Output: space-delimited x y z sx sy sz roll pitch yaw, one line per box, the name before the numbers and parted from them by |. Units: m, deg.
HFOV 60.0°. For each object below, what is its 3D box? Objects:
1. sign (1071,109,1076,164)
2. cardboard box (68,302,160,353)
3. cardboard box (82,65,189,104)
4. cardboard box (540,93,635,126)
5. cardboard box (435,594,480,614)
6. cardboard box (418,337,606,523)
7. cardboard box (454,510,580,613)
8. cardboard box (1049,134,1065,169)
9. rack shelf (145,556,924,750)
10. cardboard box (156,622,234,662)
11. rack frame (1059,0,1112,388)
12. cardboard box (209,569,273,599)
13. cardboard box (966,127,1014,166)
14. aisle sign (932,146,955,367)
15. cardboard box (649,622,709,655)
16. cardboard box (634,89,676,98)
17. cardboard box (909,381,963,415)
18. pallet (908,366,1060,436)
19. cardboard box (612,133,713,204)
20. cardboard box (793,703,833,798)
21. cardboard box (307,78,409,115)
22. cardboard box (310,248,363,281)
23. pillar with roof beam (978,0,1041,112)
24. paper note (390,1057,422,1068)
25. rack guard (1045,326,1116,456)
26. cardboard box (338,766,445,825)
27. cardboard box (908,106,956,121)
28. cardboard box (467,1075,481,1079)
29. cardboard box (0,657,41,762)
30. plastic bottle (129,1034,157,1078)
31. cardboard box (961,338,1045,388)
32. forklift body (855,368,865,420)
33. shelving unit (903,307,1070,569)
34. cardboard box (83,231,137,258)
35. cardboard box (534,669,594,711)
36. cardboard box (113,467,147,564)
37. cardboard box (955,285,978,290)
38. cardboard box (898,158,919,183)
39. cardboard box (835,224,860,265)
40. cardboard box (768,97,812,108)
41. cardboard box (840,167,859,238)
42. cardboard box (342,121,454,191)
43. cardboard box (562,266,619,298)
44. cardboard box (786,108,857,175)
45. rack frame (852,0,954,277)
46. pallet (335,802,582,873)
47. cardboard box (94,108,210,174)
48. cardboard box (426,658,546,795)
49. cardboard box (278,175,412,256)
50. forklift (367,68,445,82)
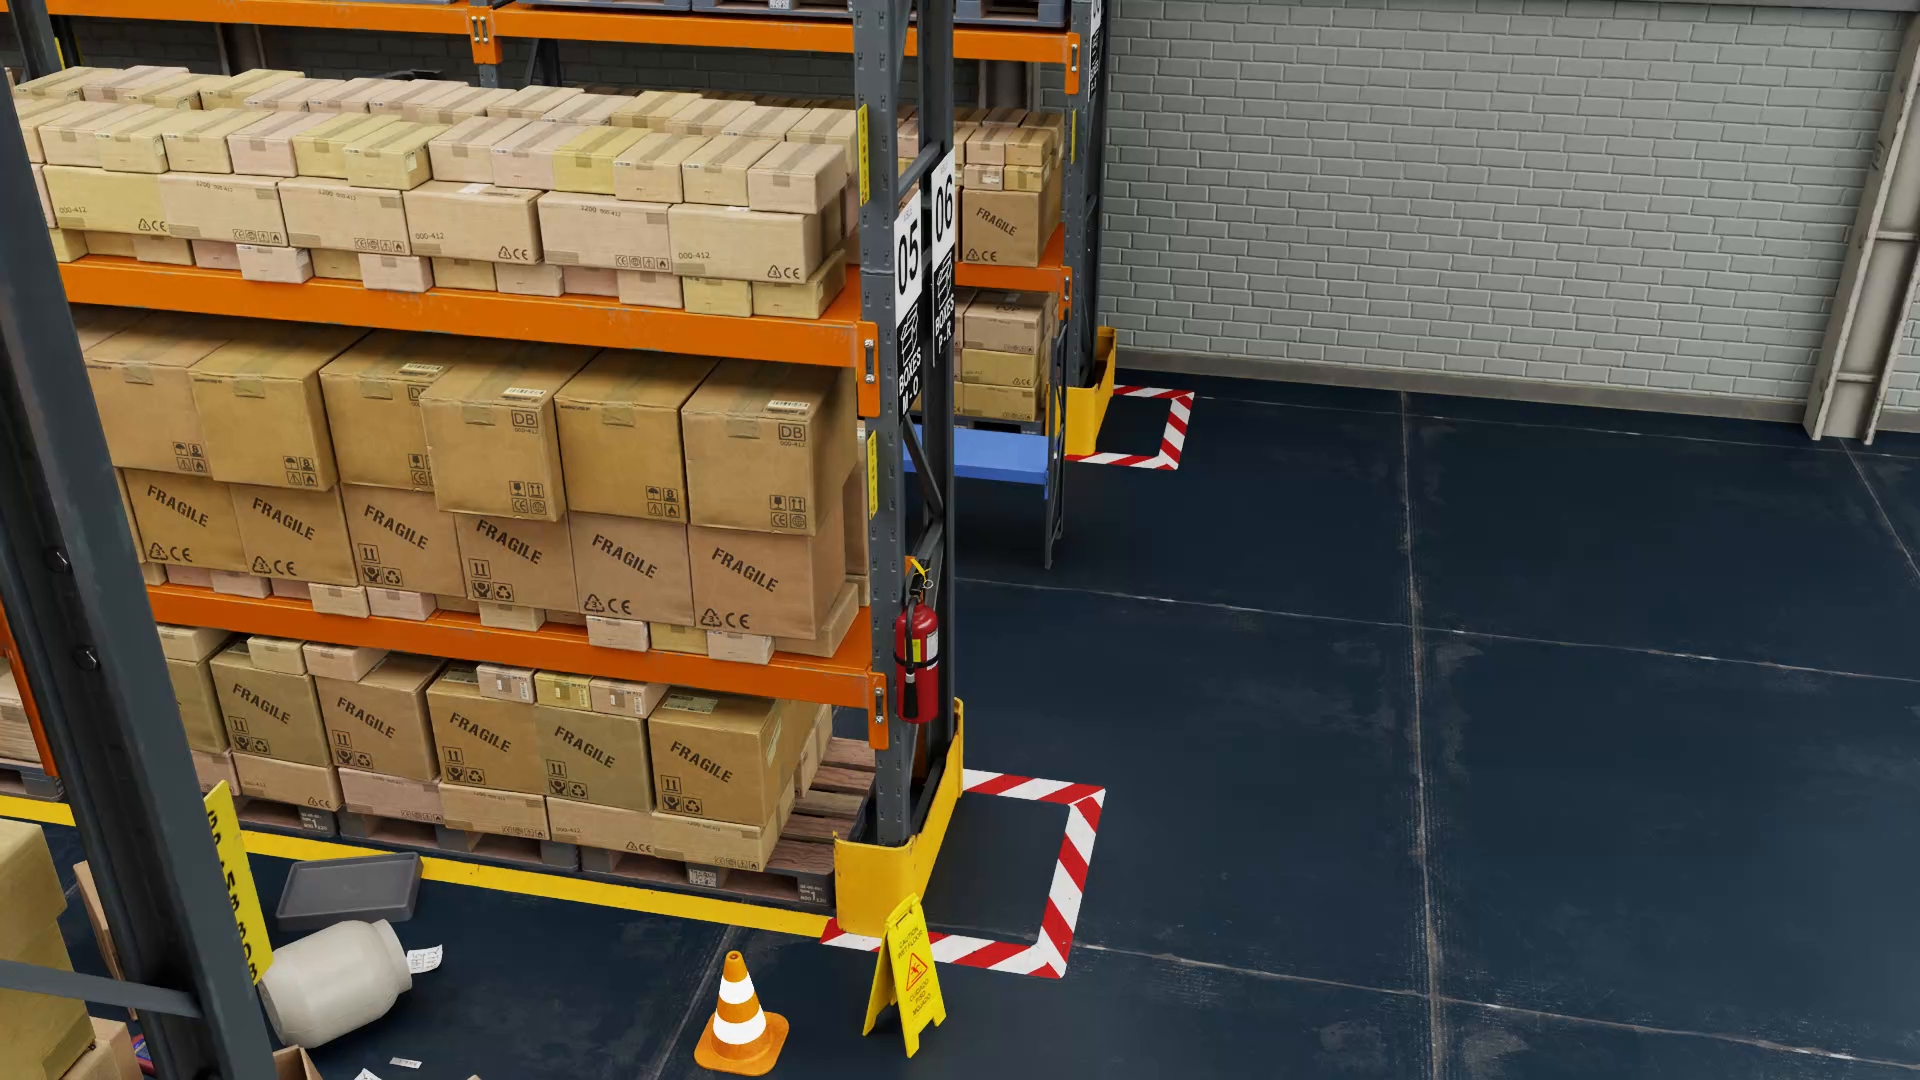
sign | 0.717 -2.542 10.479 0.005 0.325 0.100 6 29 11
cardboard box | -3.716 -0.720 7.149 0.500 0.500 0.700 6 29 10
cardboard box | -3.475 -1.889 7.047 0.250 0.149 0.380 5 29 9
cardboard box | -1.468 -1.651 6.612 0.250 0.149 0.380 6 29 10
cardboard box | -2.090 0.158 7.261 0.250 0.149 0.380 6 29 11
cardboard box | -1.748 -0.471 6.694 0.500 0.500 0.700 6 29 10
cardboard box | -1.755 -0.056 6.977 0.500 0.500 0.500 6 29 10
cardboard box | 0.566 -2.668 11.382 0.250 0.149 0.380 5 29 9
rack shelf | -2.145 0.263 7.558 4.000 0.370 1.077 6 29 11
cardboard box | -3.471 0.382 7.561 0.250 0.149 0.380 6 29 11
rack frame | 0.844 -2.184 11.277 0.127 3.000 1.000 6 29 11
cardboard box | -3.101 0.093 7.379 0.250 0.149 0.380 7 29 12
cardboard box | 0.202 -2.590 10.929 0.250 0.149 0.380 6 29 11
aisle sign | -0.064 -1.132 6.649 0.004 0.787 0.394 6 29 11
cardboard box | -1.117 0.312 6.981 0.250 0.149 0.380 5 29 10
cardboard box | -2.194 -3.089 11.841 0.250 0.149 0.380 6 29 10
cardboard box | -0.166 -1.115 11.751 0.500 0.250 0.500 6 29 11
pallet | 0.087 -1.018 12.051 1.213 0.211 1.003 6 29 11
cardboard box | -1.079 -1.364 6.087 0.250 0.149 0.380 6 29 10
cardboard box | -0.920 0.959 7.963 0.500 0.250 0.500 6 29 10
cardboard box | -2.463 -1.781 6.849 0.250 0.149 0.380 6 29 11
cardboard box | -2.337 -1.157 6.540 0.250 0.149 0.380 6 29 11
pillar with roof beam | -0.548 -3.287 7.045 0.400 9.000 9.100 6 29 11
paper note | -2.203 2.077 6.607 0.123 0.001 0.032 6 29 11
rack guard | 0.867 -1.085 11.873 0.348 0.500 1.175 6 29 11
cardboard box | -2.537 1.055 7.788 0.500 0.250 0.500 5 29 10
cardboard box | -0.189 -2.870 11.442 0.250 0.149 0.380 6 29 11
cardboard box | -1.892 2.215 6.211 0.250 0.149 0.380 23 36 36
cardboard box | -4.615 0.664 8.376 0.625 0.372 0.950 6 29 11
plastic bottle | -3.231 2.046 6.612 0.283 0.061 0.133 11 31 19
cardboard box | 0.302 -1.283 11.538 0.500 0.250 0.500 5 29 10
forklift body | -1.392 -1.145 10.264 1.214 2.155 2.313 6 29 11
shelving unit | 0.083 -0.649 10.036 1.048 1.500 0.538 6 29 11
cardboard box | -3.338 -1.287 6.777 0.250 0.149 0.380 6 29 11
cardboard box | -1.645 0.566 7.224 0.250 0.149 0.380 6 29 11
cardboard box | -3.729 -0.253 7.336 0.500 0.500 0.500 6 29 10
cardboard box | -0.076 -1.786 11.936 0.500 0.250 0.500 6 29 11
cardboard box | -0.291 -2.512 11.097 0.250 0.149 0.380 6 29 10
cardboard box | -0.446 -1.244 6.698 0.250 0.149 0.380 6 29 11
cardboard box | -1.206 -2.970 11.624 0.250 0.149 0.380 7 29 12
cardboard box | -0.625 -1.408 6.584 0.500 0.250 0.500 5 29 10
cardboard box | -2.088 -1.441 6.228 0.250 0.149 0.380 7 29 12
cardboard box | -1.333 -1.071 6.383 0.250 0.149 0.380 6 29 11
cardboard box | -0.494 -1.539 6.407 0.250 0.149 0.380 6 29 10
rack frame | -0.189 -2.484 5.578 0.127 3.000 1.000 6 29 11
pallet | -2.240 1.142 8.107 1.213 0.211 1.003 6 29 11
cardboard box | -3.093 -1.542 6.413 0.250 0.149 0.380 6 29 10
cardboard box | -2.030 0.778 7.512 0.500 0.500 0.500 5 29 9
cardboard box | -2.240 -1.308 6.400 0.500 0.250 0.500 6 29 11
forklift | -2.510 -1.027 9.235 3.031 2.935 1.130 5 29 9
